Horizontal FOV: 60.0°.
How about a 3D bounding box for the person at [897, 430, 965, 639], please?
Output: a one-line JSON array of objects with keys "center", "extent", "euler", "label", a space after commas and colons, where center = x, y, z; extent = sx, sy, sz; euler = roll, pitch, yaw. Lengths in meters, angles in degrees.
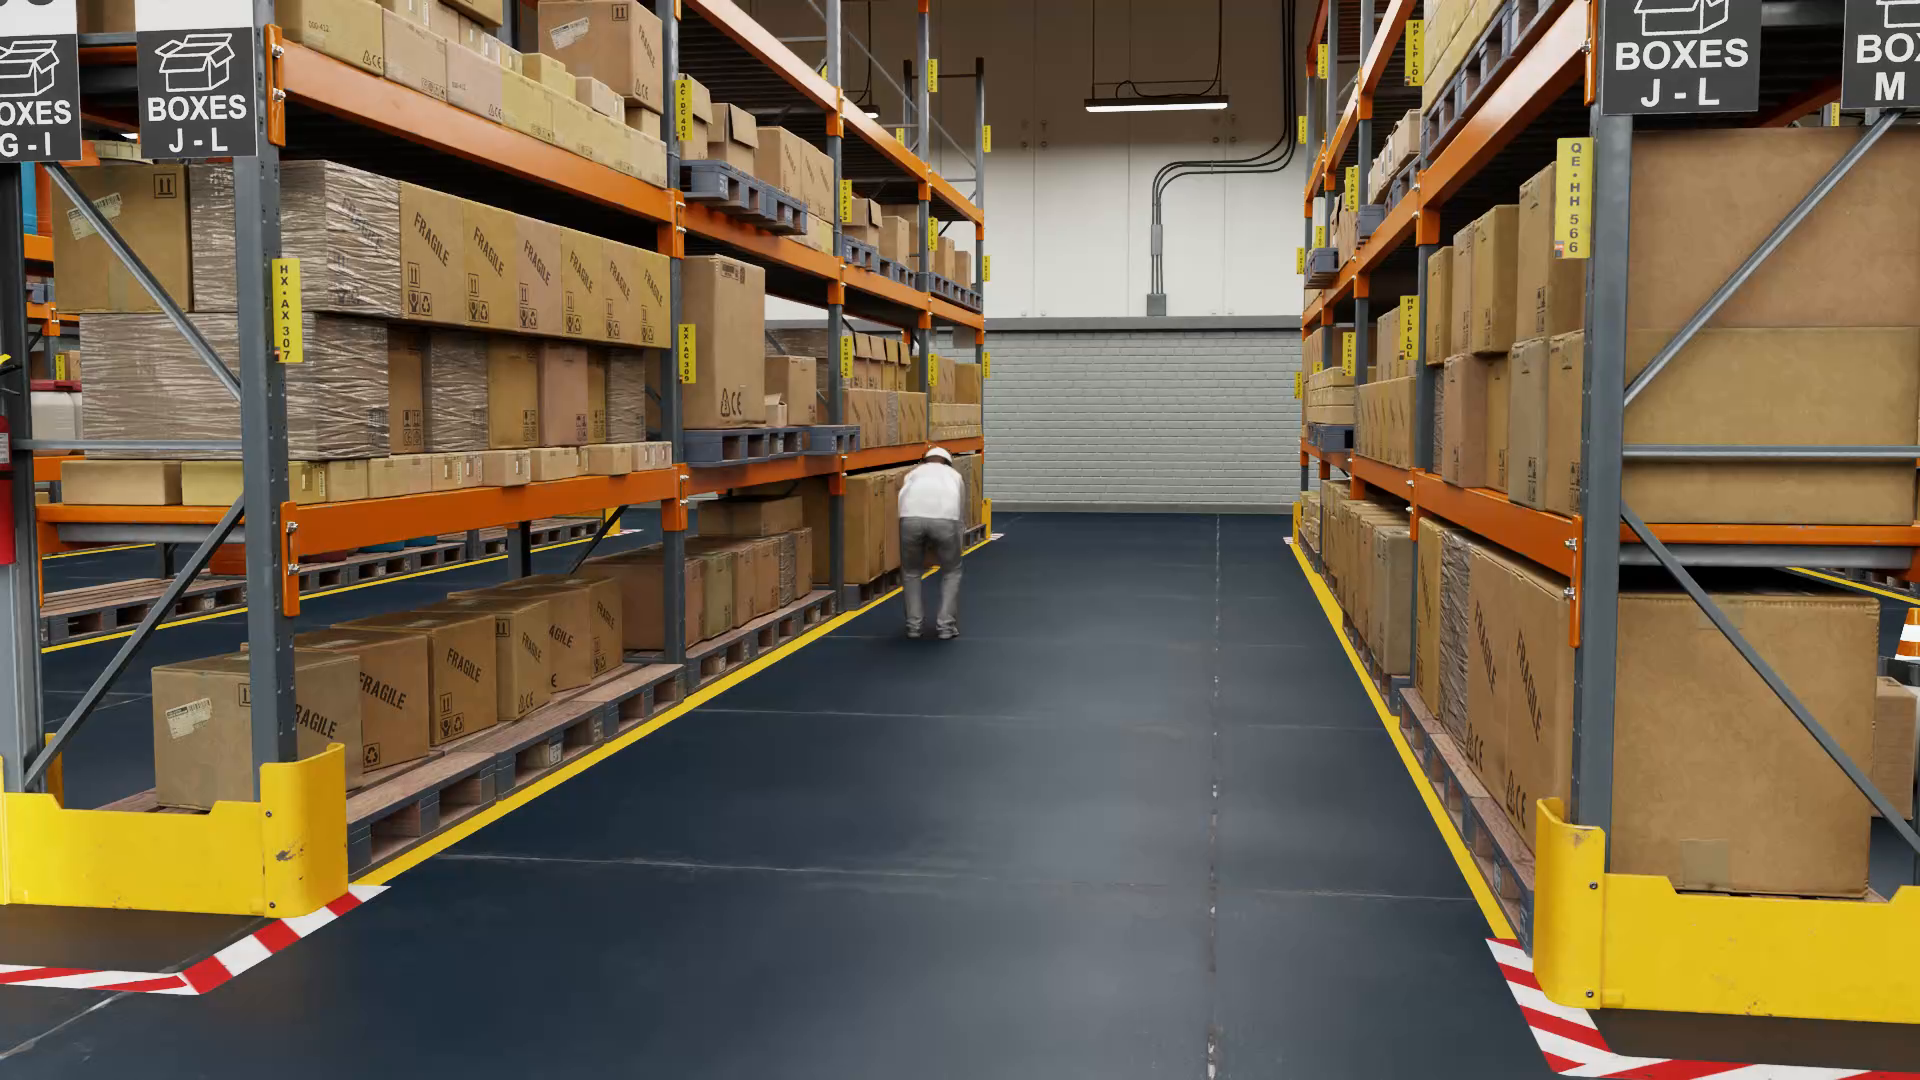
[{"center": [-0.205, -0.052, 12.080], "extent": [0.472, 1.477, 0.870], "euler": [1, 4, 7], "label": "person"}]
